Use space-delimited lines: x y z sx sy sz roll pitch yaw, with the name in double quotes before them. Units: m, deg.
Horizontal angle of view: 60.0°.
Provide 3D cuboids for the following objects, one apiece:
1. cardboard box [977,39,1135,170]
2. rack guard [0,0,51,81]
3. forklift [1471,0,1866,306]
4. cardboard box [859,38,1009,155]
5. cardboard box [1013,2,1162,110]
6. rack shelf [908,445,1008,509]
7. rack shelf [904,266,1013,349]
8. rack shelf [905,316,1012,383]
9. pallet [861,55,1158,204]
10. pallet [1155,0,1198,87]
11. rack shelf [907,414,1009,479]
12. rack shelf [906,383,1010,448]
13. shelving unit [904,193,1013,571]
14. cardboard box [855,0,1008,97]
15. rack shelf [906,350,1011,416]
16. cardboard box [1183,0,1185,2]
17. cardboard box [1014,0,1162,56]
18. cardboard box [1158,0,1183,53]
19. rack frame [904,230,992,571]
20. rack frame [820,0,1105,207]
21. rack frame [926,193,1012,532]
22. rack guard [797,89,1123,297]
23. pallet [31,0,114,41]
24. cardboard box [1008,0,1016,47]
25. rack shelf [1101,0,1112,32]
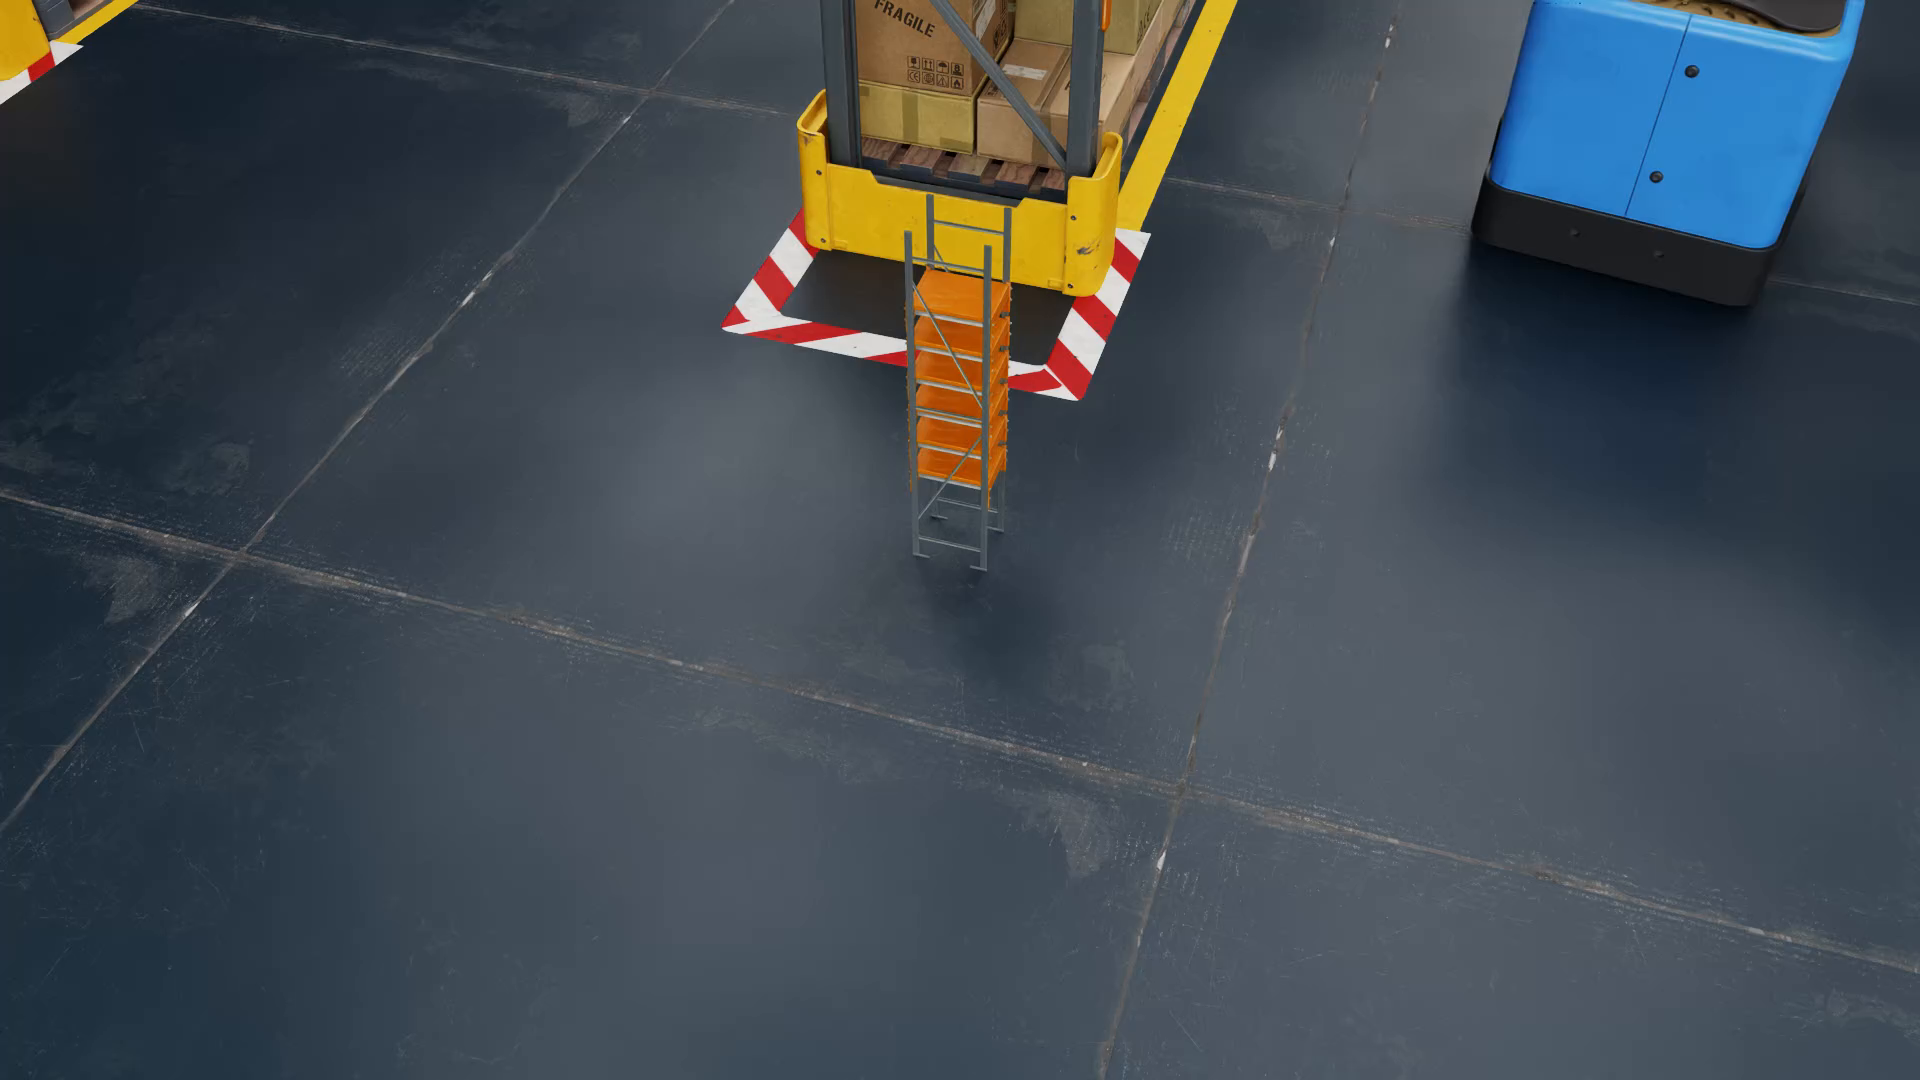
"cardboard box" 0.377 -1.695 6.503 0.500 0.250 0.500 13 46 13
"rack guard" -4.697 -2.421 7.367 1.175 0.500 0.348 13 46 13
"forklift" 3.063 -2.925 6.144 1.130 2.935 3.031 19 48 19
"cardboard box" -0.117 -1.805 6.615 0.500 0.250 0.500 13 46 13
"cardboard box" 0.525 -2.029 6.845 0.500 0.250 0.500 13 46 13
"rack shelf" -0.004 -0.216 5.019 0.258 0.103 0.180 13 46 12
"rack shelf" -0.004 -0.645 4.600 0.258 0.103 0.180 13 46 12
"rack shelf" -0.004 -0.559 4.684 0.258 0.103 0.180 13 46 12
"pallet" 0.194 -1.739 6.877 1.003 0.211 1.213 13 46 13
"pallet" 0.565 -2.550 7.705 1.003 0.211 1.213 13 46 13
"rack shelf" -0.004 -0.302 4.936 0.258 0.103 0.180 13 46 12
"rack shelf" -0.004 -0.387 4.852 0.258 0.103 0.180 13 46 12
"shelving unit" -0.004 -0.419 4.820 0.258 1.200 0.189 13 46 13
"cardboard box" -0.119 -2.073 6.354 0.500 0.500 0.500 13 46 13
"rack shelf" -0.004 -0.473 4.768 0.258 0.103 0.180 13 46 12
"cardboard box" 0.833 -2.695 7.525 0.500 0.250 0.500 13 46 13
"cardboard box" 0.526 -2.297 6.582 0.500 0.500 0.500 13 46 13
"cardboard box" 0.676 -2.362 7.185 0.500 0.250 0.500 13 46 13
"rack frame" -0.032 -0.358 4.758 0.240 1.200 0.006 13 46 13
"rack frame" 0.002 -2.217 5.371 1.000 3.000 0.127 13 46 13
"rack frame" 0.023 -0.480 4.883 0.240 1.200 0.006 13 46 13
"rack guard" -0.005 -1.308 6.229 1.175 0.500 0.348 13 46 13
"pallet" -4.417 -2.852 8.014 1.003 0.211 1.213 13 46 13
"cardboard box" 0.023 -2.141 6.959 0.500 0.250 0.500 13 46 13
"rack shelf" 0.608 -3.293 6.985 1.077 0.370 4.000 13 46 13
